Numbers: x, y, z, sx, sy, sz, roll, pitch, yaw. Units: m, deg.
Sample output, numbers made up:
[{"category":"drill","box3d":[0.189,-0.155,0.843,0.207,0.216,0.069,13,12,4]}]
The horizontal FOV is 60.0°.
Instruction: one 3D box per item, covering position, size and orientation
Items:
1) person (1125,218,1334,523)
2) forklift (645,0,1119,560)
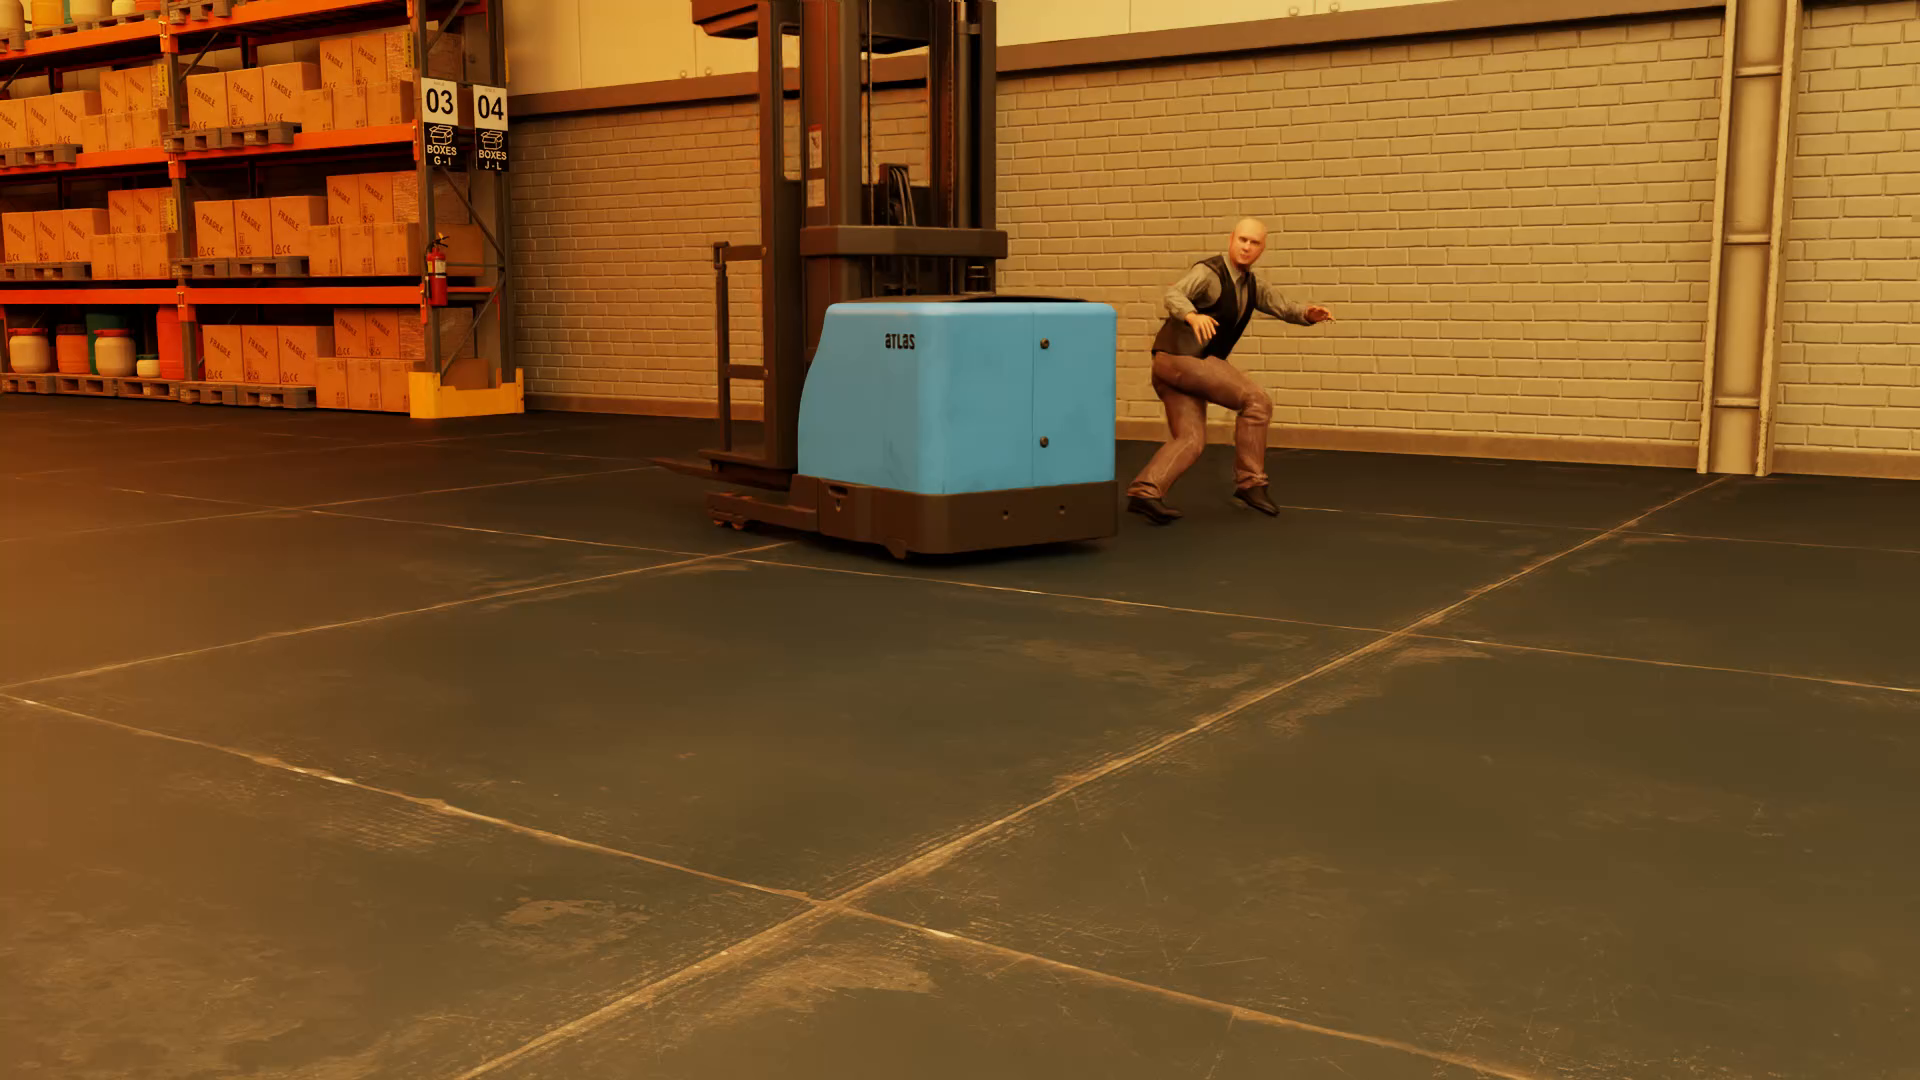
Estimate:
[{"category":"person","box3d":[1.357,-0.852,8.258,0.928,1.476,0.960,3,9,20]},{"category":"forklift","box3d":[-0.580,-1.533,7.972,1.130,2.935,3.031,-6,10,-35]}]
